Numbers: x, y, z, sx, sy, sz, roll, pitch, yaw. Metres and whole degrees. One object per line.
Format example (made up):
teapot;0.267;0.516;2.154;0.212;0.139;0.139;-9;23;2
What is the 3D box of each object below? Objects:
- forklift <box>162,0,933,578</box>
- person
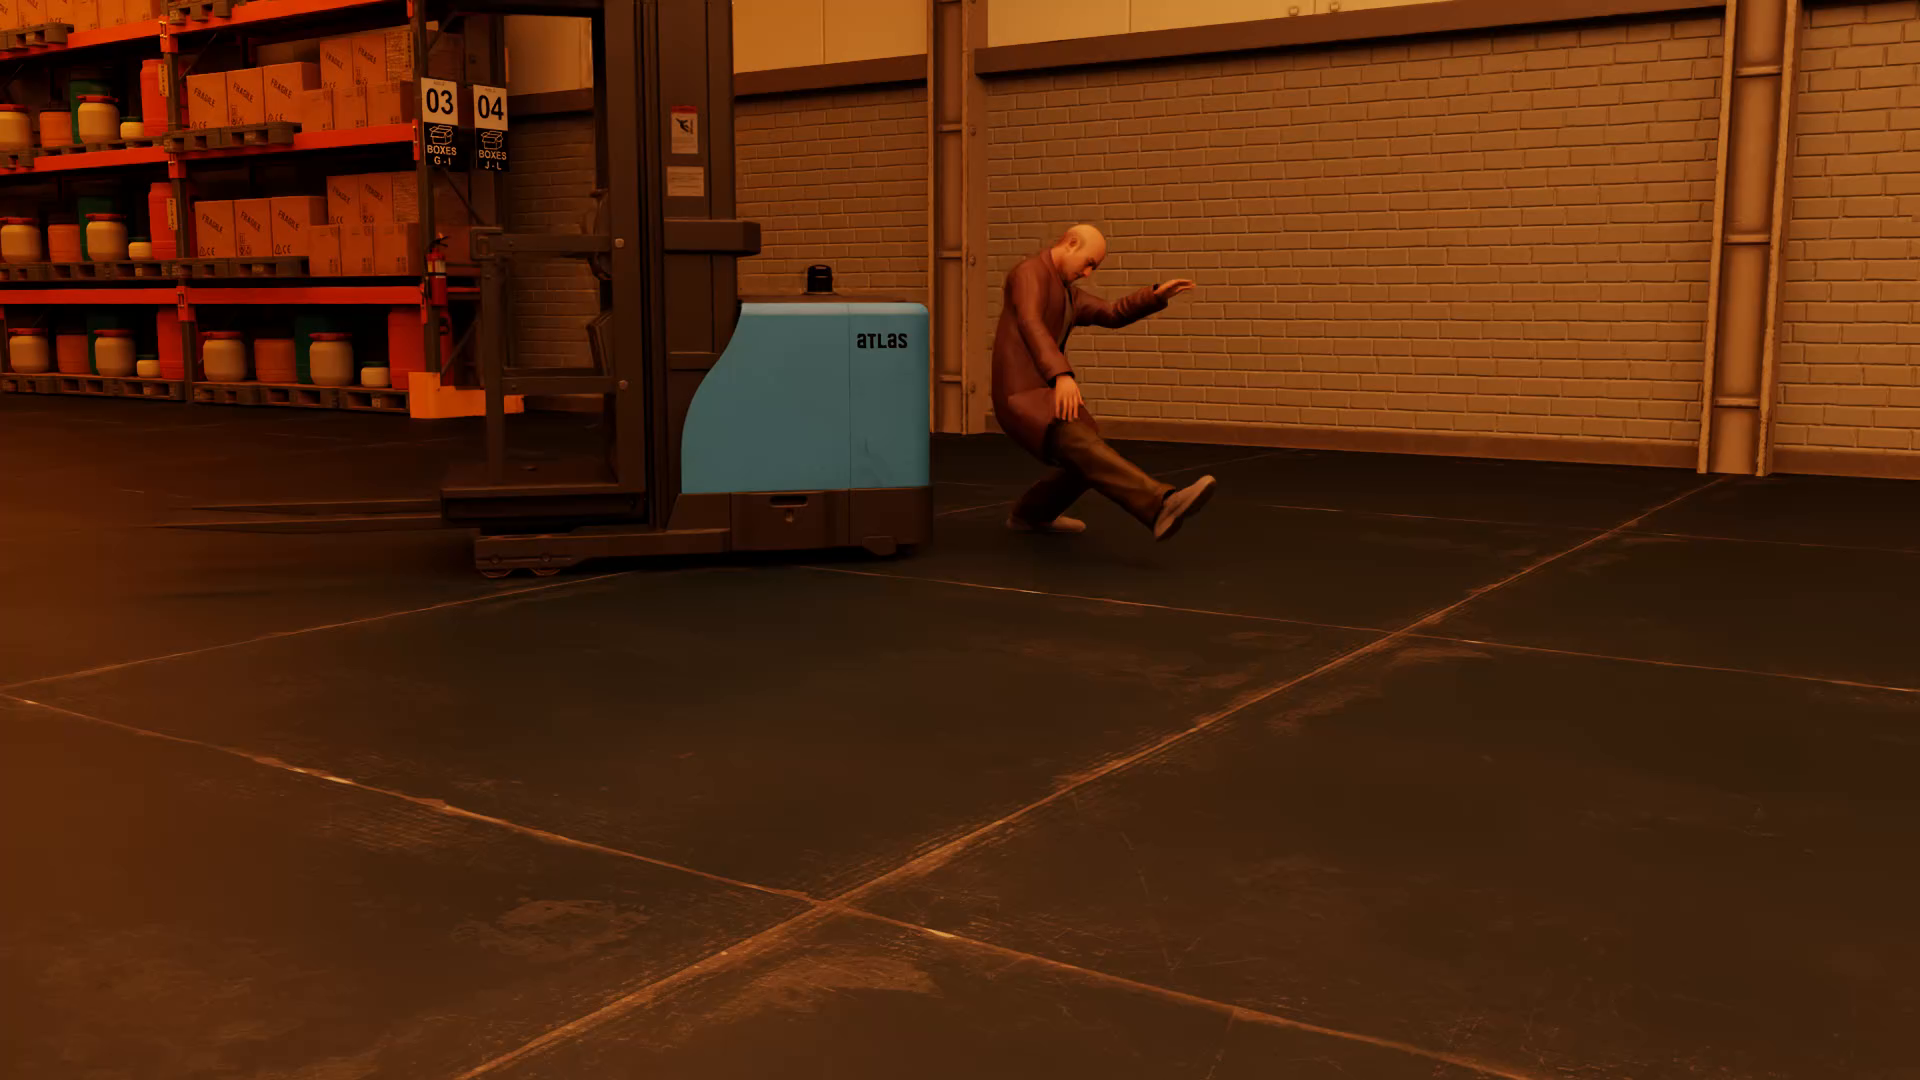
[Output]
forklift;-1.689;-1.383;6.915;3.031;2.935;1.130;-2;8;-15
person;0.635;-0.641;7.224;1.261;1.416;1.059;4;9;24
